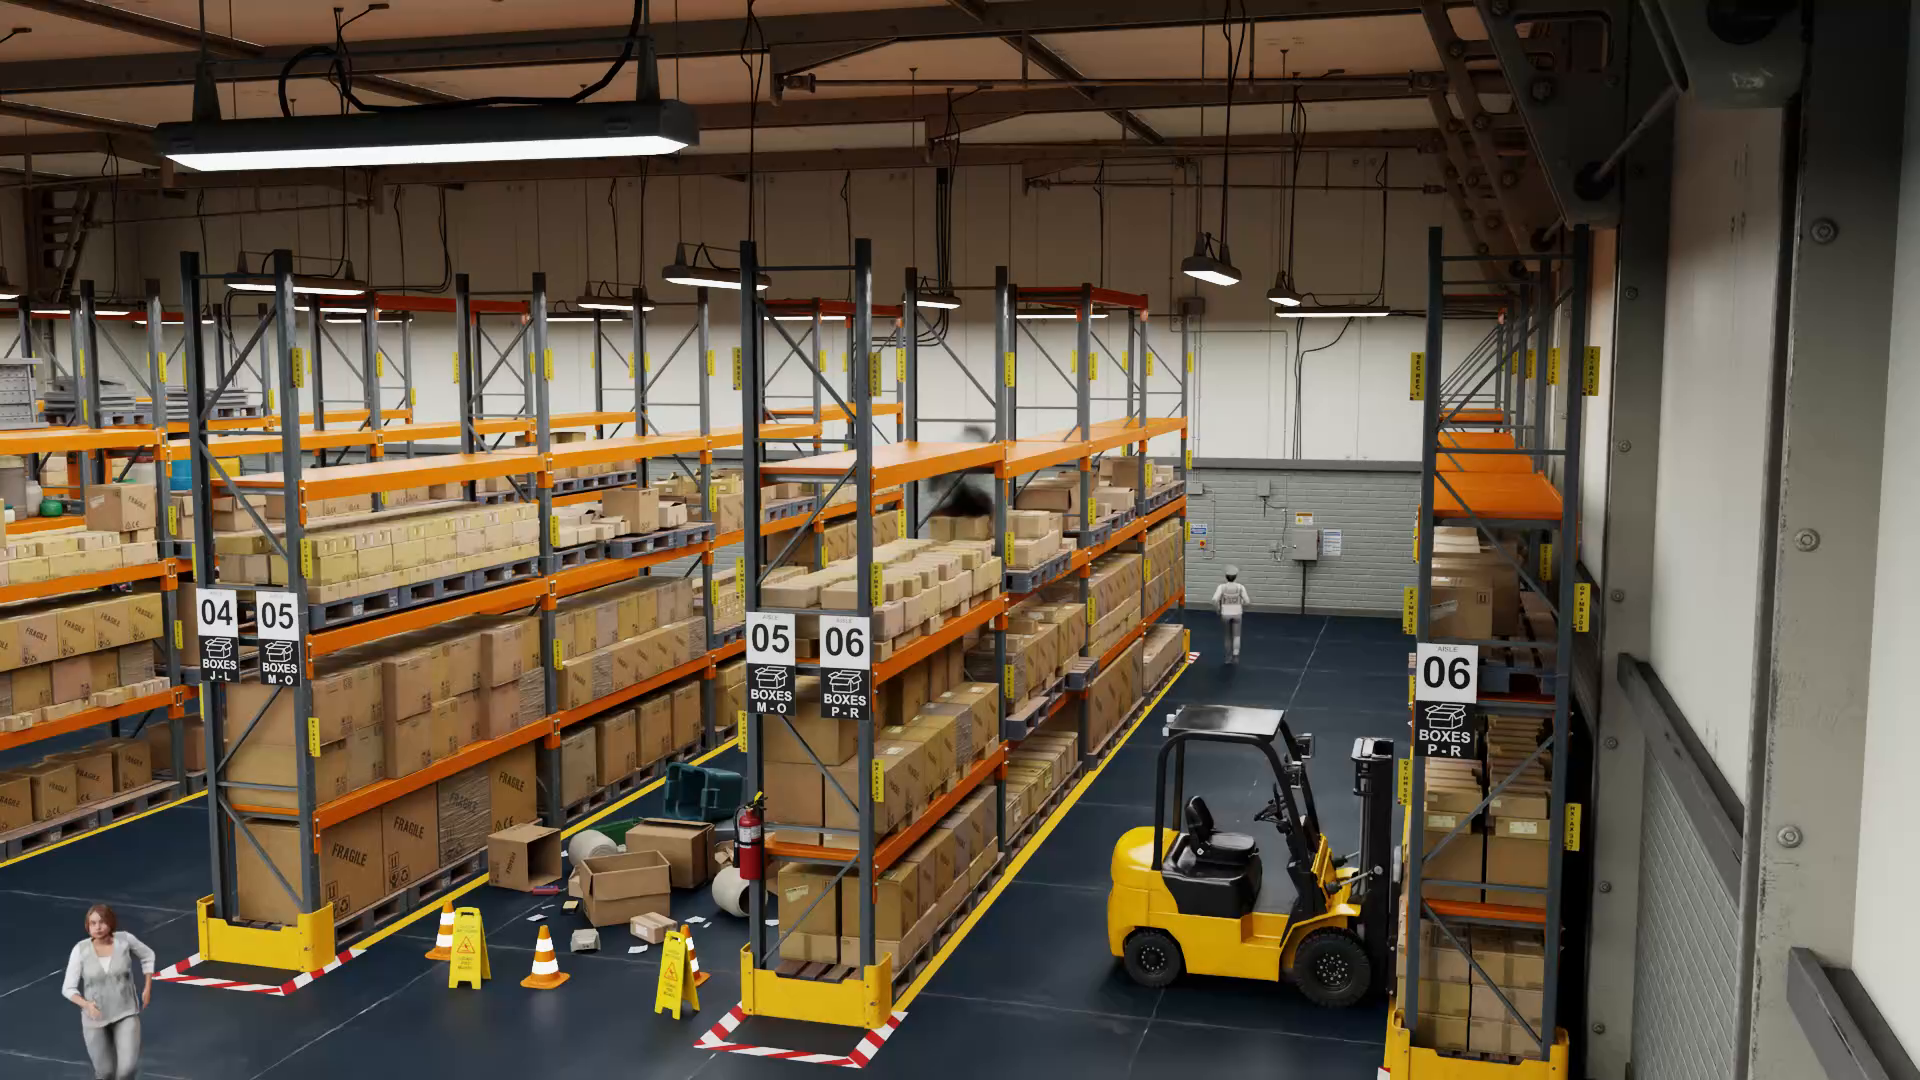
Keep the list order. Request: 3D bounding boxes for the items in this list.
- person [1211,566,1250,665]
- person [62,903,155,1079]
[{"bbox_3d":[4.440,1.250,27.329,0.624,1.665,0.910,1,6,7],"label":"person"},{"bbox_3d":[-5.590,3.162,10.951,0.545,1.578,0.629,-3,7,-24],"label":"person"}]
